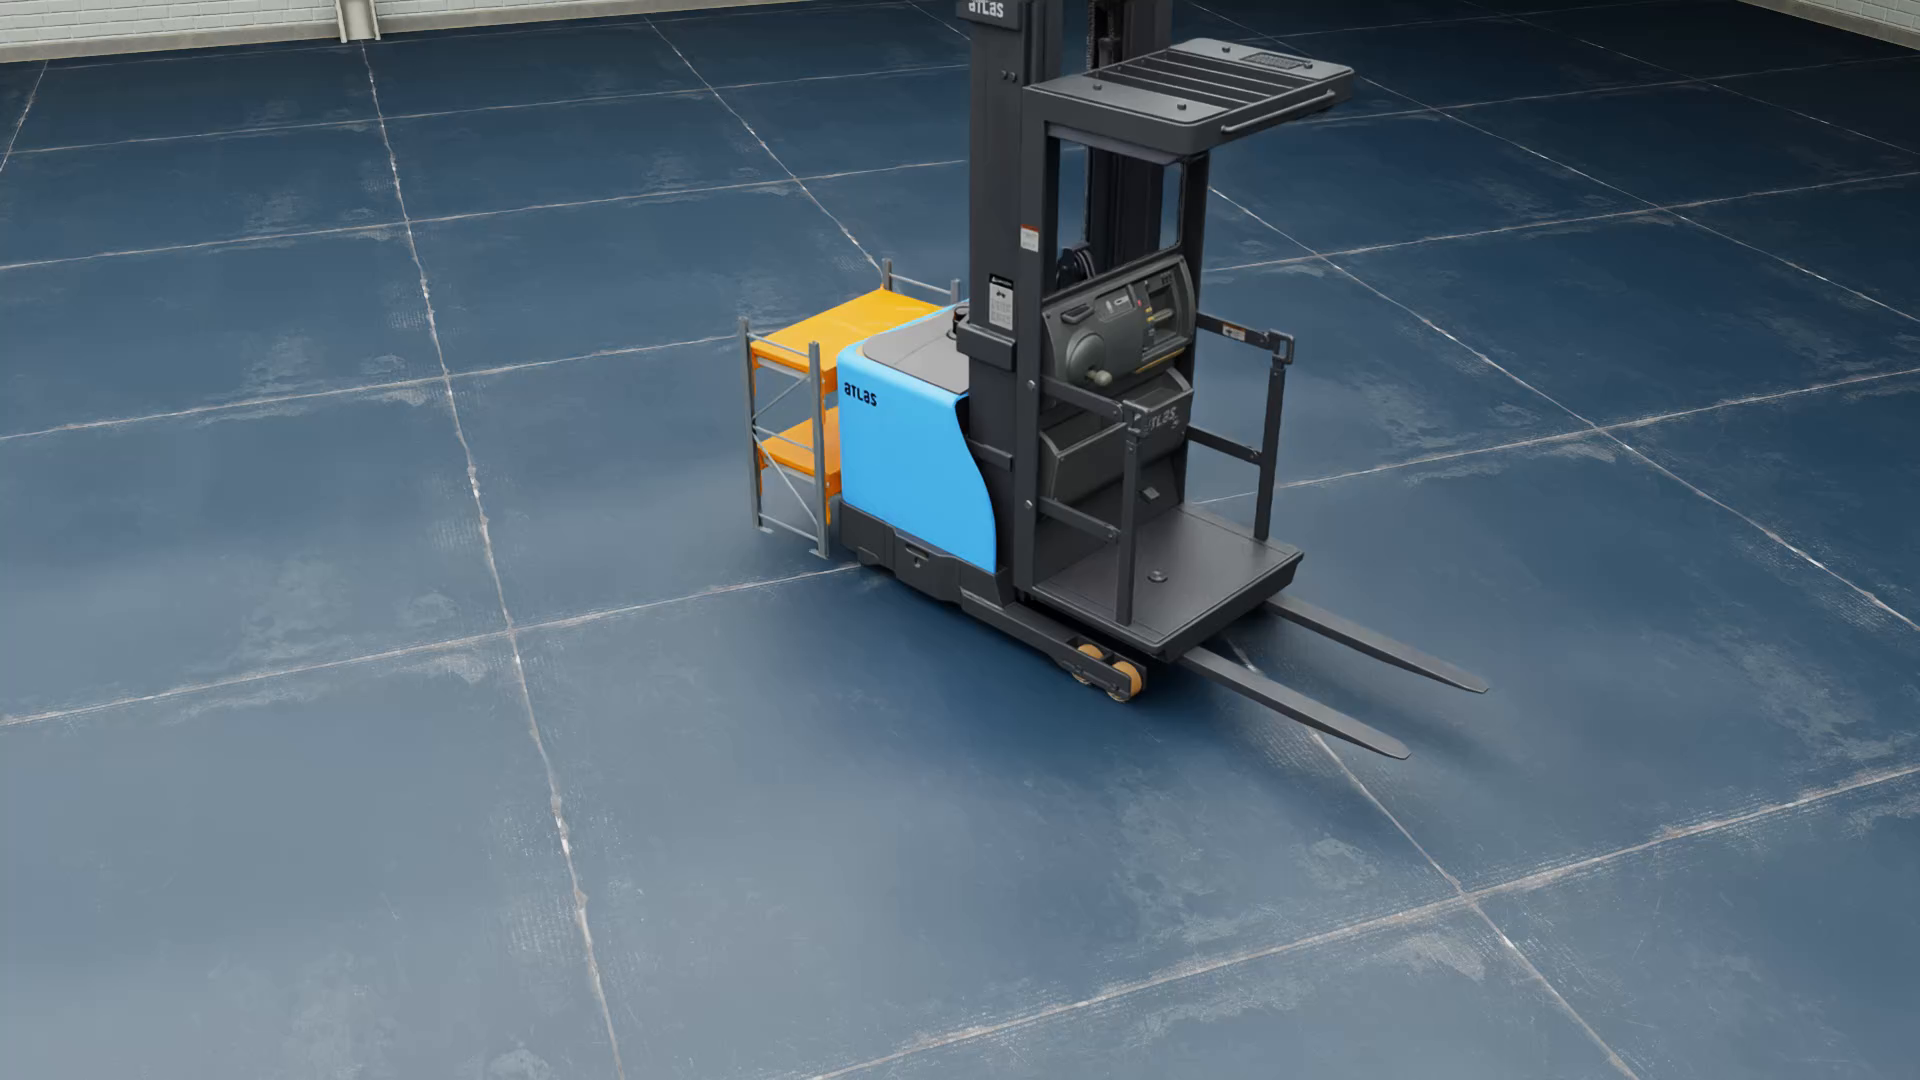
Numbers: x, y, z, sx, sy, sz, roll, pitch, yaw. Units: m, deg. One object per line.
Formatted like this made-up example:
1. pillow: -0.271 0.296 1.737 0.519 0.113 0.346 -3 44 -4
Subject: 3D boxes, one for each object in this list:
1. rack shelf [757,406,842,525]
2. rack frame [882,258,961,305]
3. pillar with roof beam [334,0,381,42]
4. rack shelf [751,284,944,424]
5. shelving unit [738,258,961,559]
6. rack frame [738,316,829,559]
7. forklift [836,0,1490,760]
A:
1. rack shelf: -0.518 -0.463 8.421 0.538 0.278 1.000 22 36 33
2. rack frame: -0.196 -0.870 8.641 0.500 1.125 0.032 22 36 33
3. pillar with roof beam: -4.829 -7.216 11.825 0.400 9.000 9.100 -10 31 -18
4. rack shelf: -0.518 -0.930 8.155 0.538 0.278 1.000 22 36 33
5. shelving unit: -0.518 -0.676 8.300 0.538 1.125 1.048 22 36 33
6. rack frame: -0.841 -0.481 7.958 0.500 1.125 0.032 22 36 33
7. forklift: 0.829 -0.881 6.836 3.031 2.935 1.130 25 38 37
